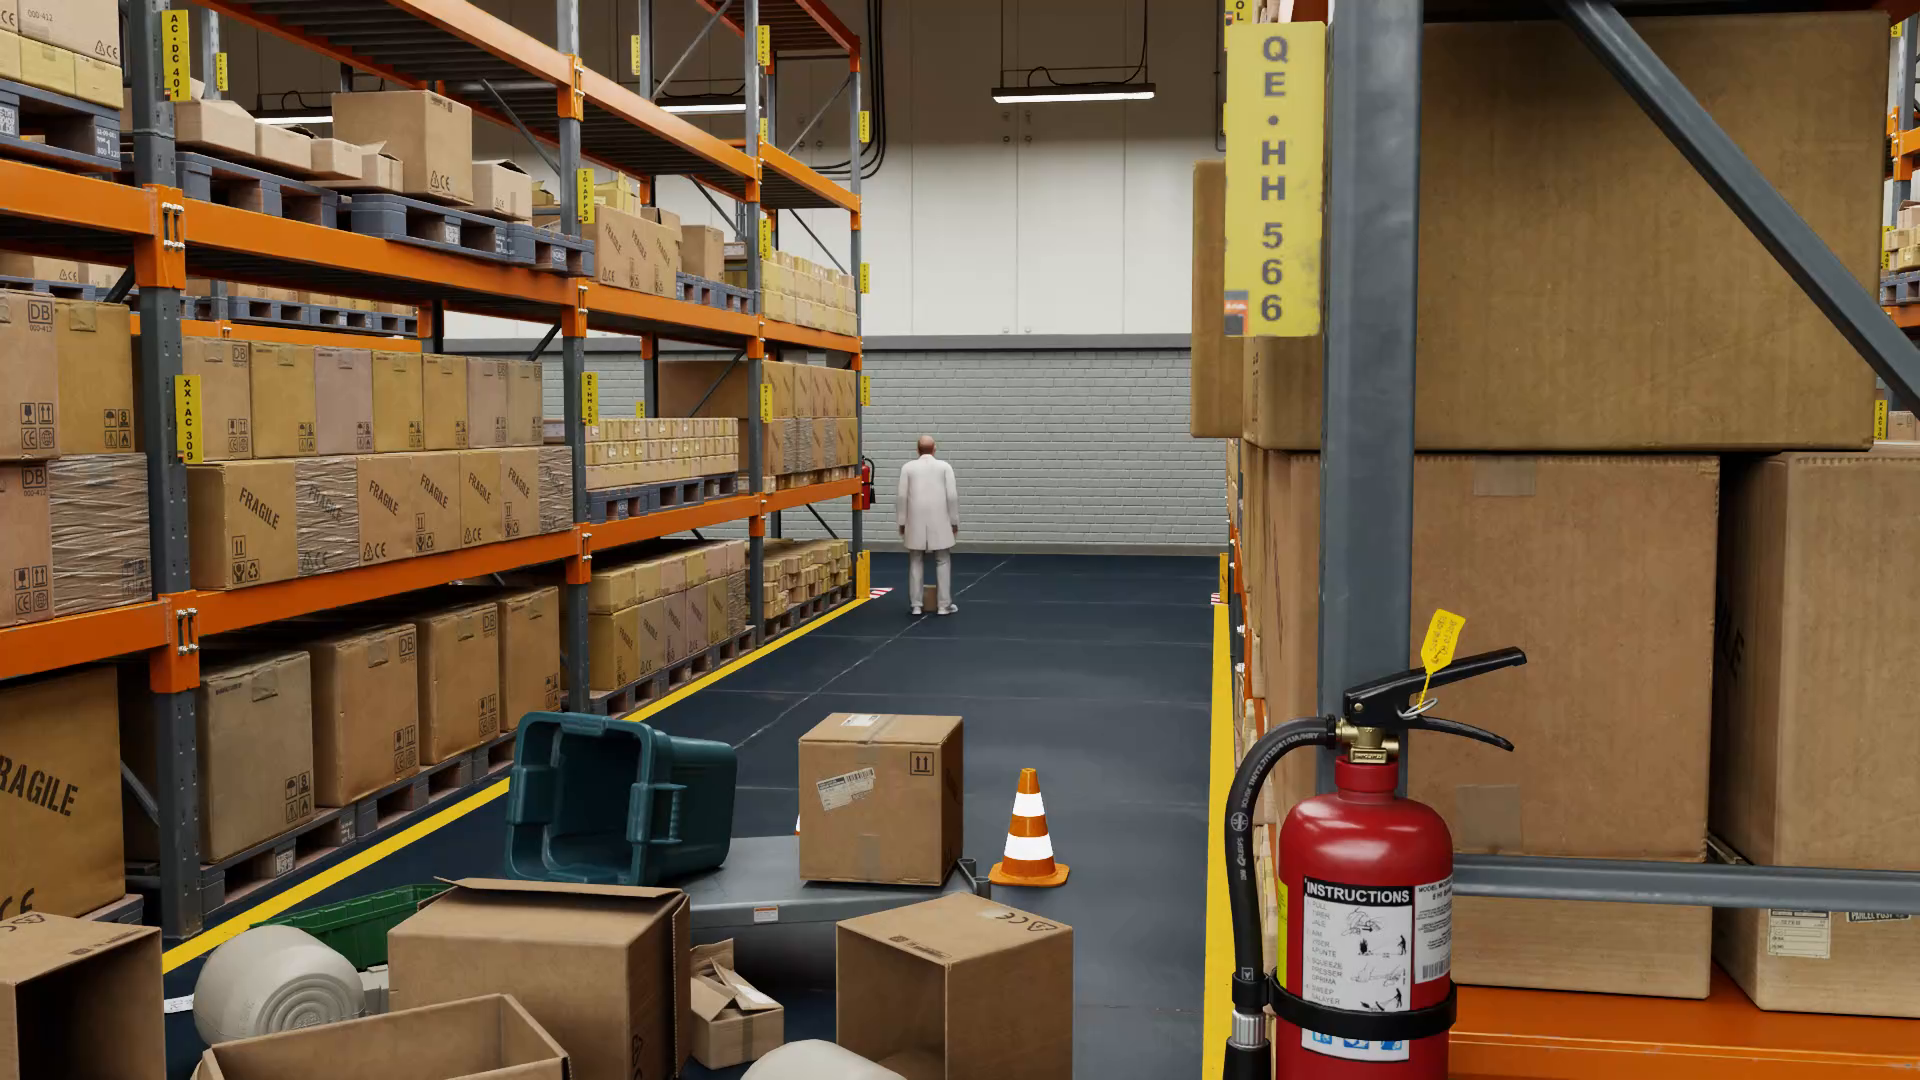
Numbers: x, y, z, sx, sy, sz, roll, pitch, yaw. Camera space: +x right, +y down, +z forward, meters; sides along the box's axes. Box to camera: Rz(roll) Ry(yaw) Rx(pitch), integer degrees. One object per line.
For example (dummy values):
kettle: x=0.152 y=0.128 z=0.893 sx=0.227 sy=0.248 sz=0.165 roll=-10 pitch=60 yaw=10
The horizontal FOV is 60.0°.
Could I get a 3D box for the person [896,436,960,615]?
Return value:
person: x=-0.318 y=-0.149 z=16.546 sx=0.633 sy=1.773 sz=0.430 roll=0 pitch=4 yaw=5
